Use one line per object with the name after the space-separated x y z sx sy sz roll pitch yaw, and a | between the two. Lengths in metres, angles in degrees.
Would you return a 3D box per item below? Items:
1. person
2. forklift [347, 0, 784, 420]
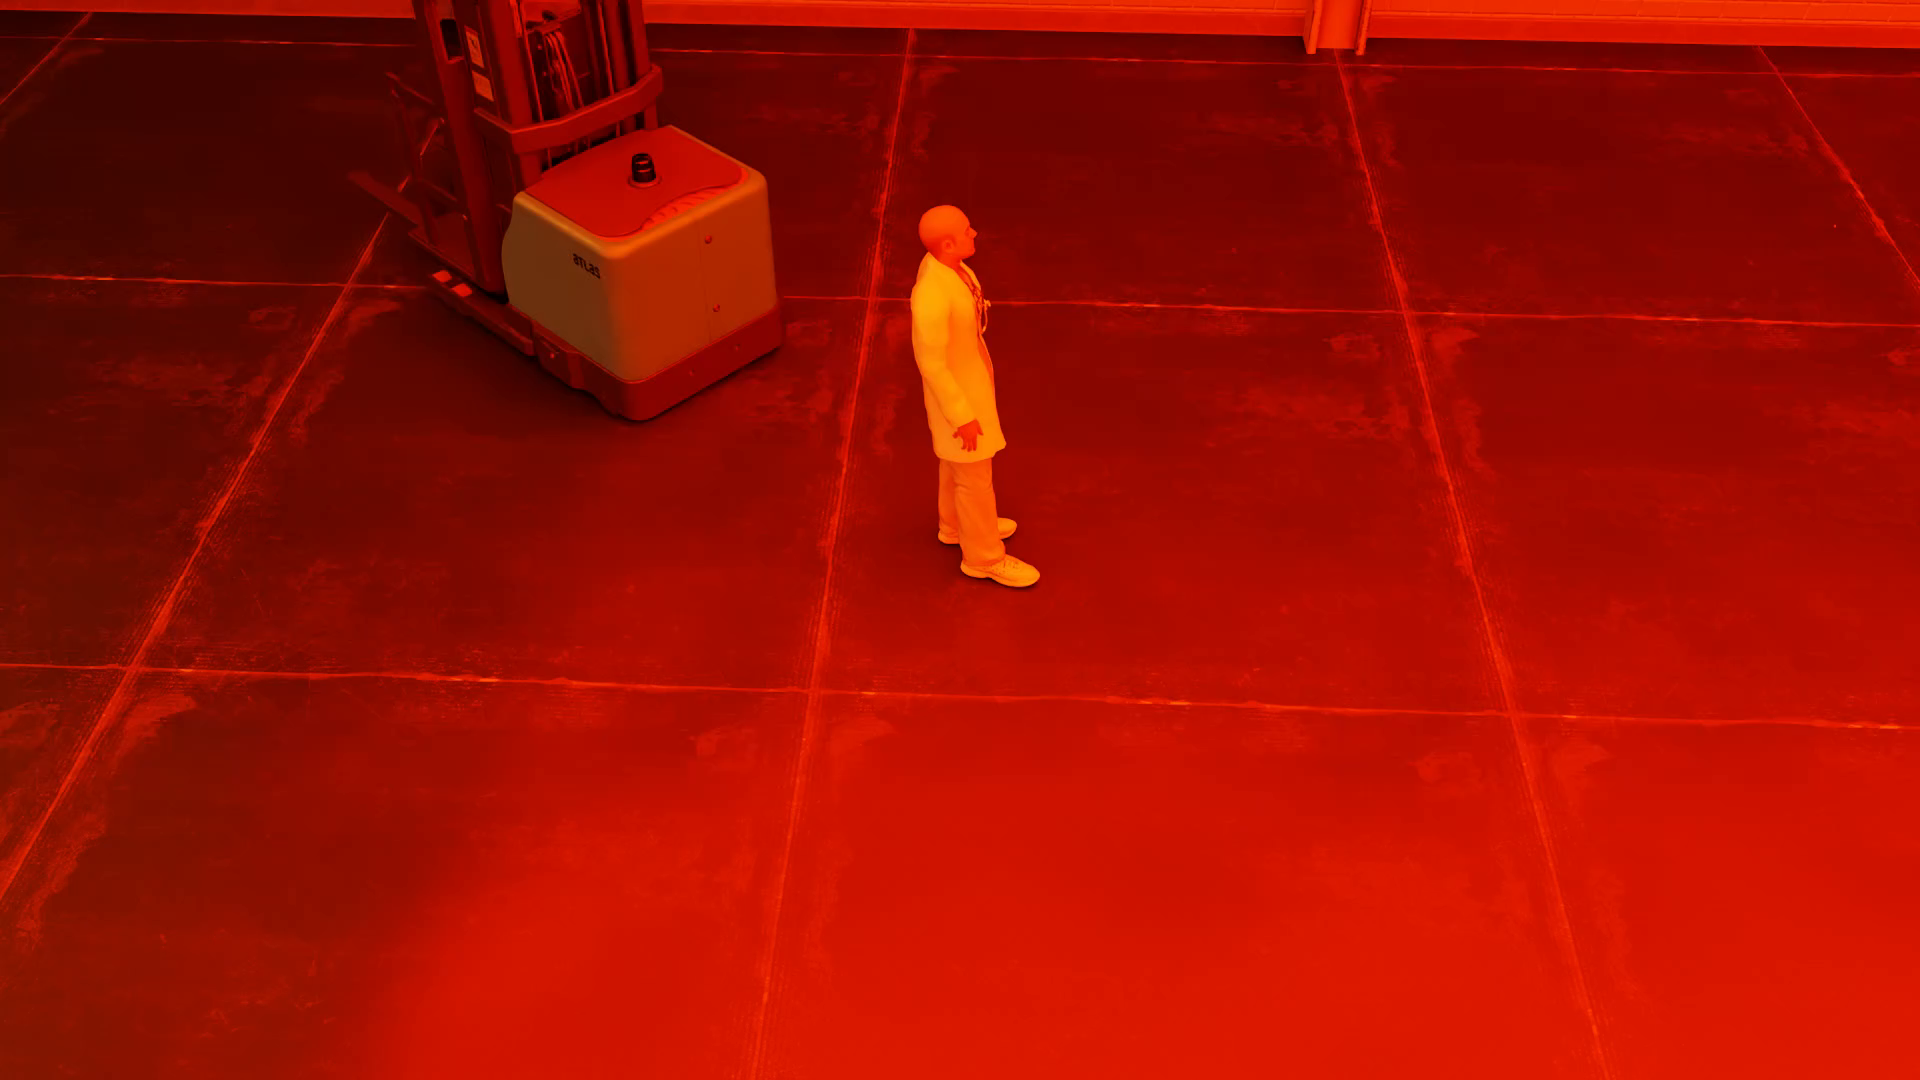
0.090 -0.656 7.306 0.581 1.775 0.694 2 42 2 | person
-2.366 -2.570 8.558 3.031 2.935 1.130 33 52 31 | forklift
